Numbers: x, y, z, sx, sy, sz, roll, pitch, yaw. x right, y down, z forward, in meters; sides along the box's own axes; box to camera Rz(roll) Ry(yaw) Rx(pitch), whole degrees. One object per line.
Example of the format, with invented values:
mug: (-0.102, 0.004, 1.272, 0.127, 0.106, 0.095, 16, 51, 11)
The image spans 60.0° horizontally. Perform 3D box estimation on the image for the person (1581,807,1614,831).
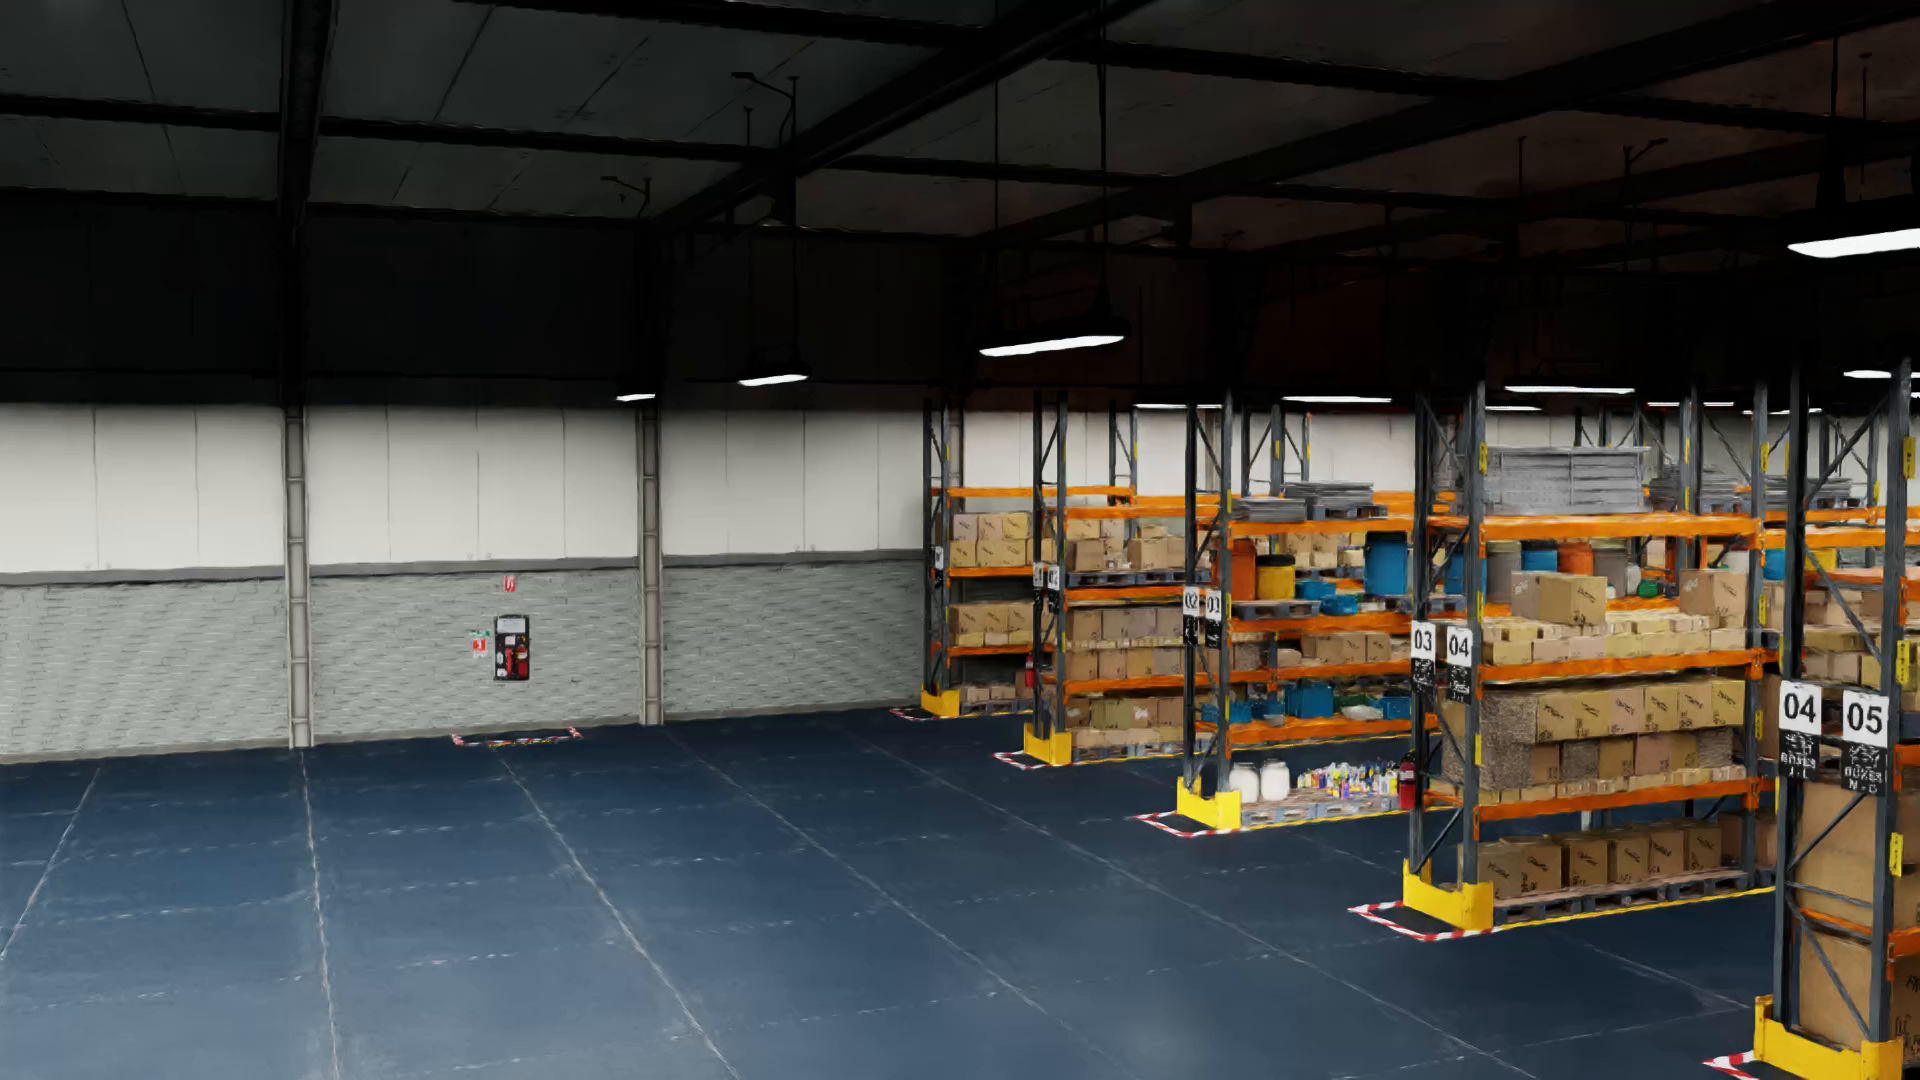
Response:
person: (8.052, 3.087, 21.085, 0.519, 1.659, 0.480, 0, 3, 8)
